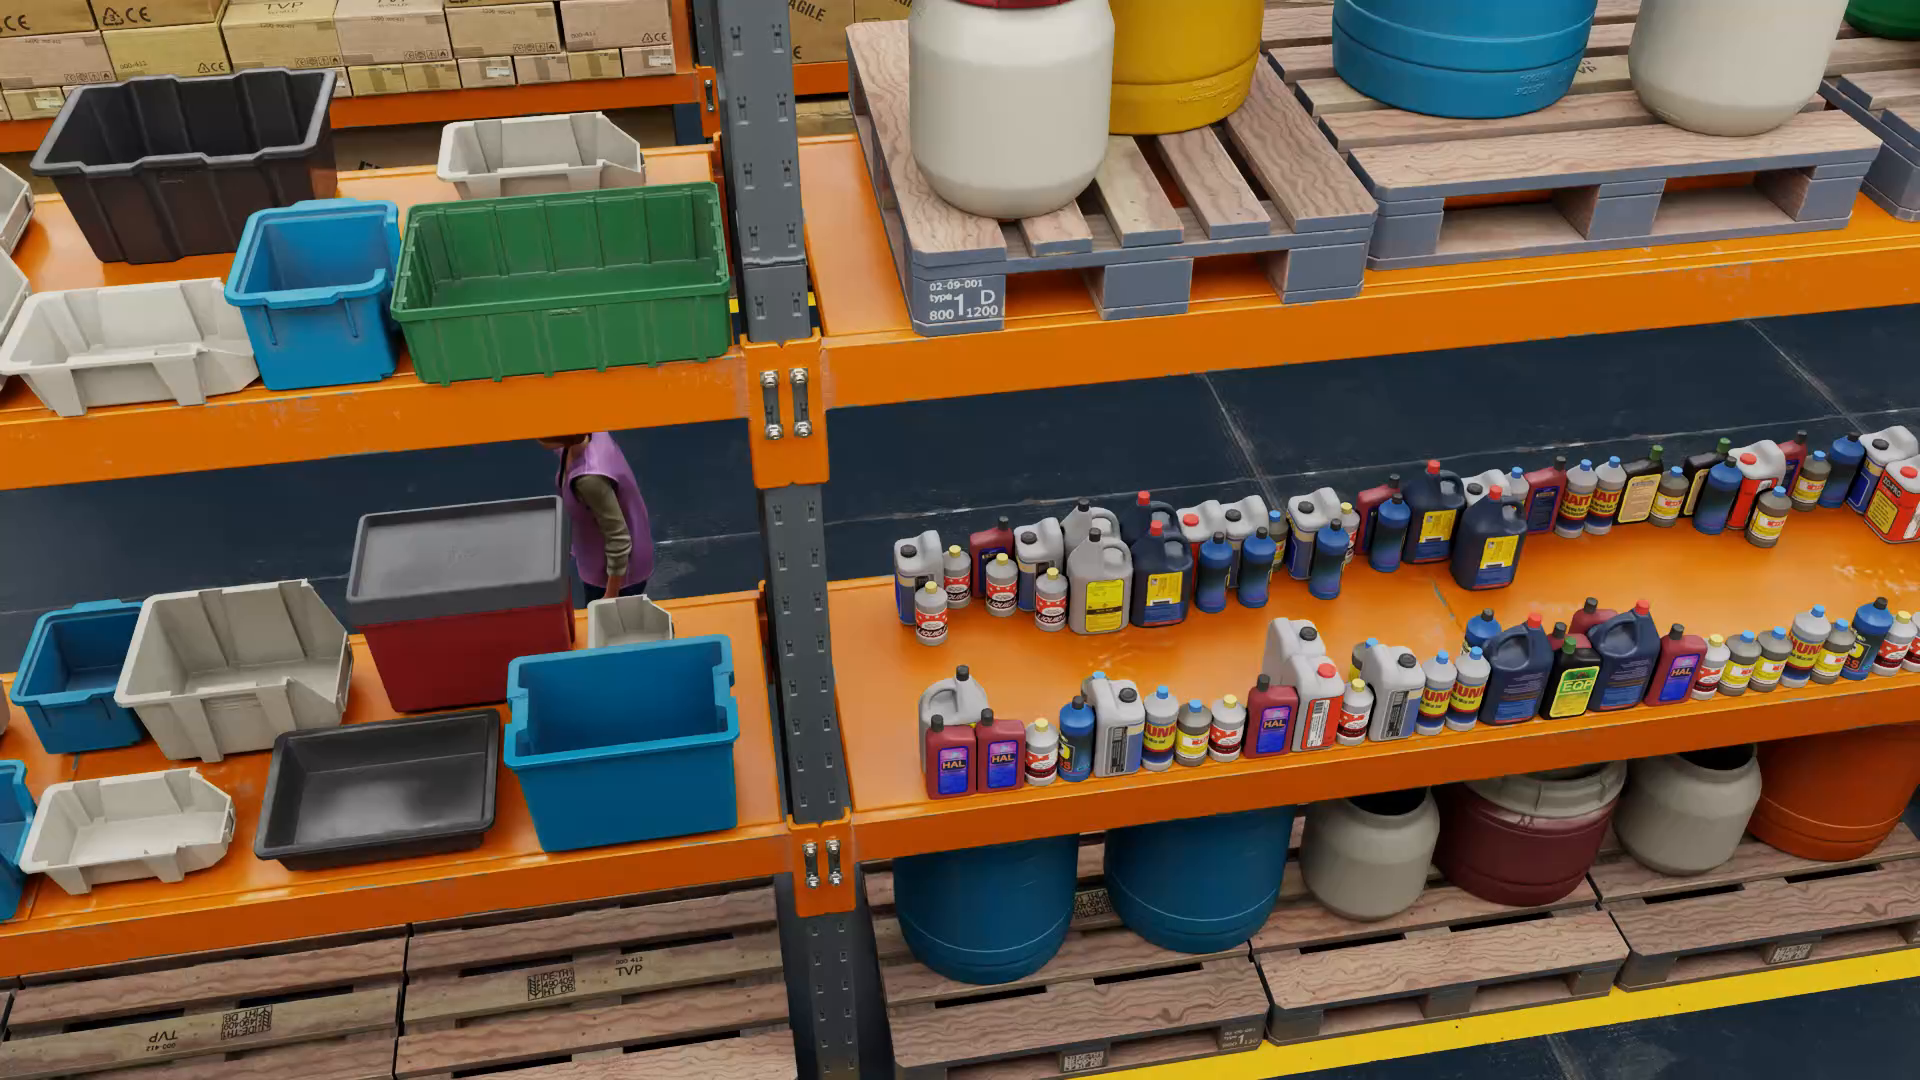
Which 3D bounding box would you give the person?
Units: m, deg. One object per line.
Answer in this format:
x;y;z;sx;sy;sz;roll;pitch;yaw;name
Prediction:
-1.295;0.085;6.060;0.346;1.591;0.481;-14;41;-16;person
